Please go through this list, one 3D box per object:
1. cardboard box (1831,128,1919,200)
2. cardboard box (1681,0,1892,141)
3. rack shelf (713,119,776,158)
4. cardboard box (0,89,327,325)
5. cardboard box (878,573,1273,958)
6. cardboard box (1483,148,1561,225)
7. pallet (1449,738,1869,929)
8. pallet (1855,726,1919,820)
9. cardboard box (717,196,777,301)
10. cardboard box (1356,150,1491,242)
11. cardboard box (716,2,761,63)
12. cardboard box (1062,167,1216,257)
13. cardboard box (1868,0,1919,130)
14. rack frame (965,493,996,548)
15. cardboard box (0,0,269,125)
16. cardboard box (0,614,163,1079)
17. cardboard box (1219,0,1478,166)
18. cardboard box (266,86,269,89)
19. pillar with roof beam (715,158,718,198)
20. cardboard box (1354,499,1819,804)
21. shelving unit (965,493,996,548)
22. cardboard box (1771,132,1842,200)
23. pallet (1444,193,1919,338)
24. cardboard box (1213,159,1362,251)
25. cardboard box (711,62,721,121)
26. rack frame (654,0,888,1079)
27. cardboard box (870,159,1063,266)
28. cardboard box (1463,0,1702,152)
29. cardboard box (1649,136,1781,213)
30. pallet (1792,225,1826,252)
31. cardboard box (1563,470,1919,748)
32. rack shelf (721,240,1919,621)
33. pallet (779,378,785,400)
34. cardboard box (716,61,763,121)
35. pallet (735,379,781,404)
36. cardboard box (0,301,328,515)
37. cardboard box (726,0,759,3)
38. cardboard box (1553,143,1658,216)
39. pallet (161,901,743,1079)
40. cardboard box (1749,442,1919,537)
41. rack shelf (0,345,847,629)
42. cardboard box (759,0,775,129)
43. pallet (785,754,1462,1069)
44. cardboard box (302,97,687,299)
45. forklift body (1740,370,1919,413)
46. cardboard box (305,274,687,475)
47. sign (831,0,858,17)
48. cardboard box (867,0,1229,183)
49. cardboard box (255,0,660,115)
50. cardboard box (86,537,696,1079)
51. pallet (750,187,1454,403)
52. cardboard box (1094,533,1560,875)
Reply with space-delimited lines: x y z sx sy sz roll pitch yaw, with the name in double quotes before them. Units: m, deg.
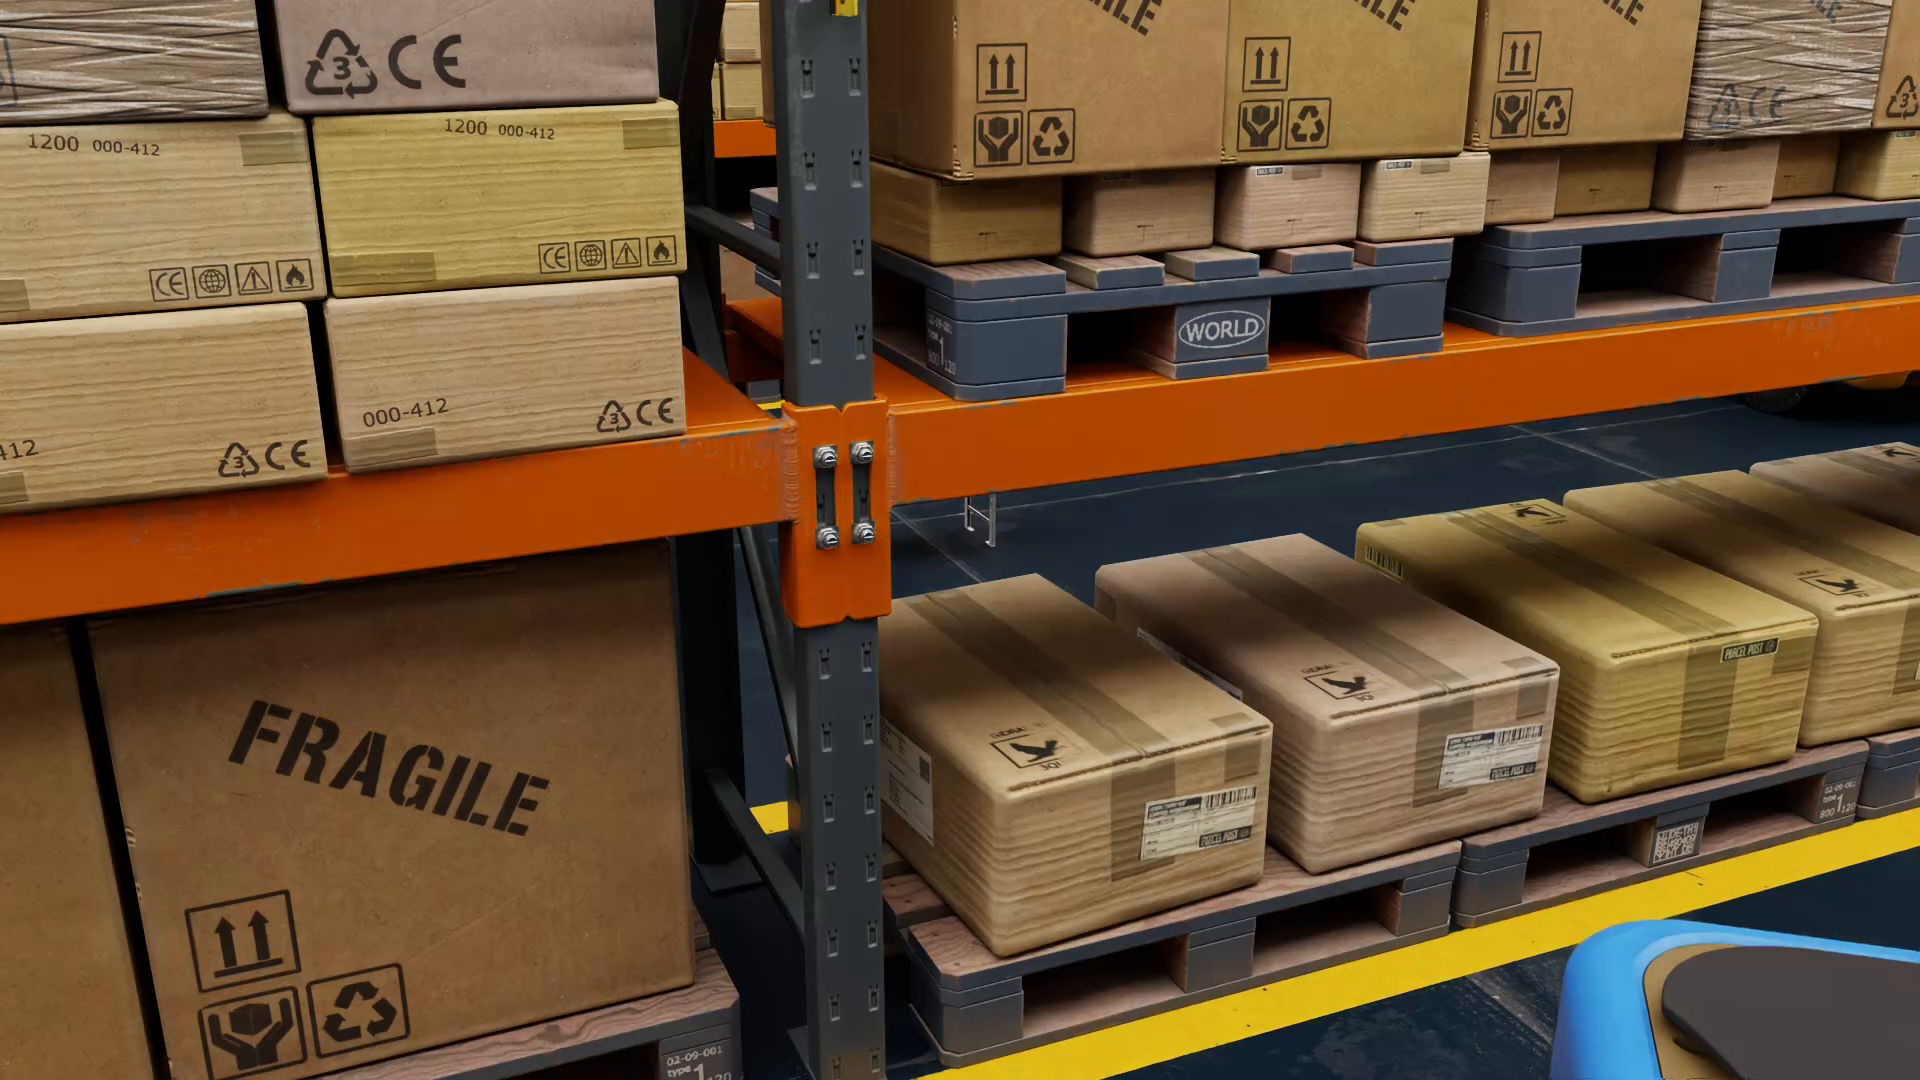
"cardboard box" 1.977 -0.859 3.690 0.250 0.149 0.380 -8 21 -22
"cardboard box" 1.537 -1.115 3.441 0.500 0.500 0.500 -9 21 -24
"rack shelf" -0.523 -1.971 8.188 4.000 0.370 1.077 -8 21 -22
"cardboard box" -1.204 -0.490 2.370 0.500 0.250 0.500 -9 21 -23
"cardboard box" 0.132 0.436 3.593 0.625 0.372 0.950 -10 22 -26
"cardboard box" 0.975 -0.734 3.337 0.250 0.149 0.380 -7 21 -19
"pallet" 1.446 0.519 4.230 1.213 0.211 1.003 -8 21 -22
"pallet" 2.568 0.357 4.689 1.213 0.211 1.003 -8 21 -22
"cardboard box" -1.185 -1.292 8.118 0.625 0.625 0.875 -7 21 -20
"cardboard box" 0.785 -0.679 3.180 0.250 0.149 0.380 -8 21 -22
"cardboard box" -0.908 -2.325 7.583 0.500 0.250 0.500 -9 21 -23
"cardboard box" 0.255 -0.627 3.032 0.250 0.149 0.380 -10 22 -25
"cardboard box" 2.018 -1.184 3.637 0.500 0.500 0.500 -7 21 -20
"rack frame" 0.072 -0.576 5.852 0.015 1.200 0.240 -8 21 -22
"cardboard box" -1.229 -0.836 2.222 0.500 0.500 0.500 -8 21 -21
"cardboard box" -1.878 0.451 2.791 0.875 0.875 0.875 -8 21 -21
"cardboard box" 0.590 -0.979 3.056 0.500 0.500 0.500 -7 21 -19
"cardboard box" -1.392 -0.995 2.675 0.500 0.500 0.500 -8 21 -22
"pillar with roof beam" 0.185 -4.011 3.864 0.400 9.000 9.100 -8 21 -22
"cardboard box" 1.505 0.238 4.154 0.625 0.372 0.950 -7 21 -20
"shelving unit" -0.152 -0.544 5.761 0.503 1.200 0.258 -8 21 -22
"cardboard box" 1.694 -0.855 3.681 0.250 0.149 0.380 -9 21 -24
"pallet" 1.411 -0.717 3.831 1.213 0.211 1.003 -8 21 -22
"cardboard box" 0.524 -0.649 3.095 0.250 0.149 0.380 -10 22 -25
"cardboard box" -1.392 -2.025 7.484 0.500 0.250 0.500 -9 21 -23
"rack frame" -0.390 -0.535 3.024 0.127 3.000 1.000 -8 21 -22
"cardboard box" -0.018 -0.600 2.956 0.250 0.149 0.380 -9 22 -25
"cardboard box" 1.075 -1.051 3.261 0.500 0.500 0.500 -8 21 -21
"cardboard box" 1.485 -0.798 3.518 0.250 0.149 0.380 -7 21 -20
"pallet" 2.523 -0.914 4.390 1.213 0.211 1.003 -8 21 -22
"cardboard box" 2.143 0.146 4.415 0.625 0.372 0.950 -7 21 -19
"rack shelf" 1.446 -0.458 3.890 4.000 0.370 1.077 -8 21 -22
"pallet" -0.470 -0.988 8.510 1.213 0.211 1.003 -8 21 -22
"cardboard box" -0.922 -2.095 7.682 0.500 0.250 0.500 -9 21 -24
"pallet" -1.589 -0.829 8.058 1.213 0.211 1.003 -8 21 -22
"cardboard box" -1.215 -0.246 2.430 0.500 0.250 0.500 -8 21 -21
"cardboard box" -1.026 -2.510 7.508 0.250 0.149 0.380 -8 21 -21
"cardboard box" 1.219 -0.784 3.477 0.250 0.149 0.380 -7 21 -20
"pallet" -1.144 0.862 3.257 1.213 0.211 1.003 -8 21 -22
"cardboard box" 2.802 0.050 4.687 0.625 0.372 0.950 -8 21 -21
"rack shelf" -2.227 0.068 2.396 4.000 0.370 1.077 -8 21 -22
"cardboard box" -0.083 -1.065 3.298 0.500 0.500 0.500 -9 21 -23
"pallet" 0.328 0.678 3.777 1.213 0.211 1.003 -8 21 -22
"cardboard box" -0.734 -0.558 2.564 0.500 0.250 0.500 -8 21 -22
"forklift body" 3.967 -1.894 8.163 1.214 2.155 2.313 -8 21 -22
"cardboard box" -0.752 -0.318 2.635 0.500 0.250 0.500 -9 21 -24
"sign" -0.167 -0.912 2.352 0.005 0.325 0.100 -8 21 -22
"cardboard box" 0.115 -0.909 2.856 0.500 0.500 0.500 -9 21 -23
"cardboard box" -0.761 -0.906 2.421 0.500 0.500 0.500 -9 21 -23
"cardboard box" -1.057 0.335 3.121 0.875 0.875 0.875 -8 21 -22
"pallet" 0.222 -0.570 3.414 1.003 0.211 1.213 -8 21 -22
"cardboard box" 0.807 0.336 3.875 0.625 0.372 0.950 -9 21 -23
